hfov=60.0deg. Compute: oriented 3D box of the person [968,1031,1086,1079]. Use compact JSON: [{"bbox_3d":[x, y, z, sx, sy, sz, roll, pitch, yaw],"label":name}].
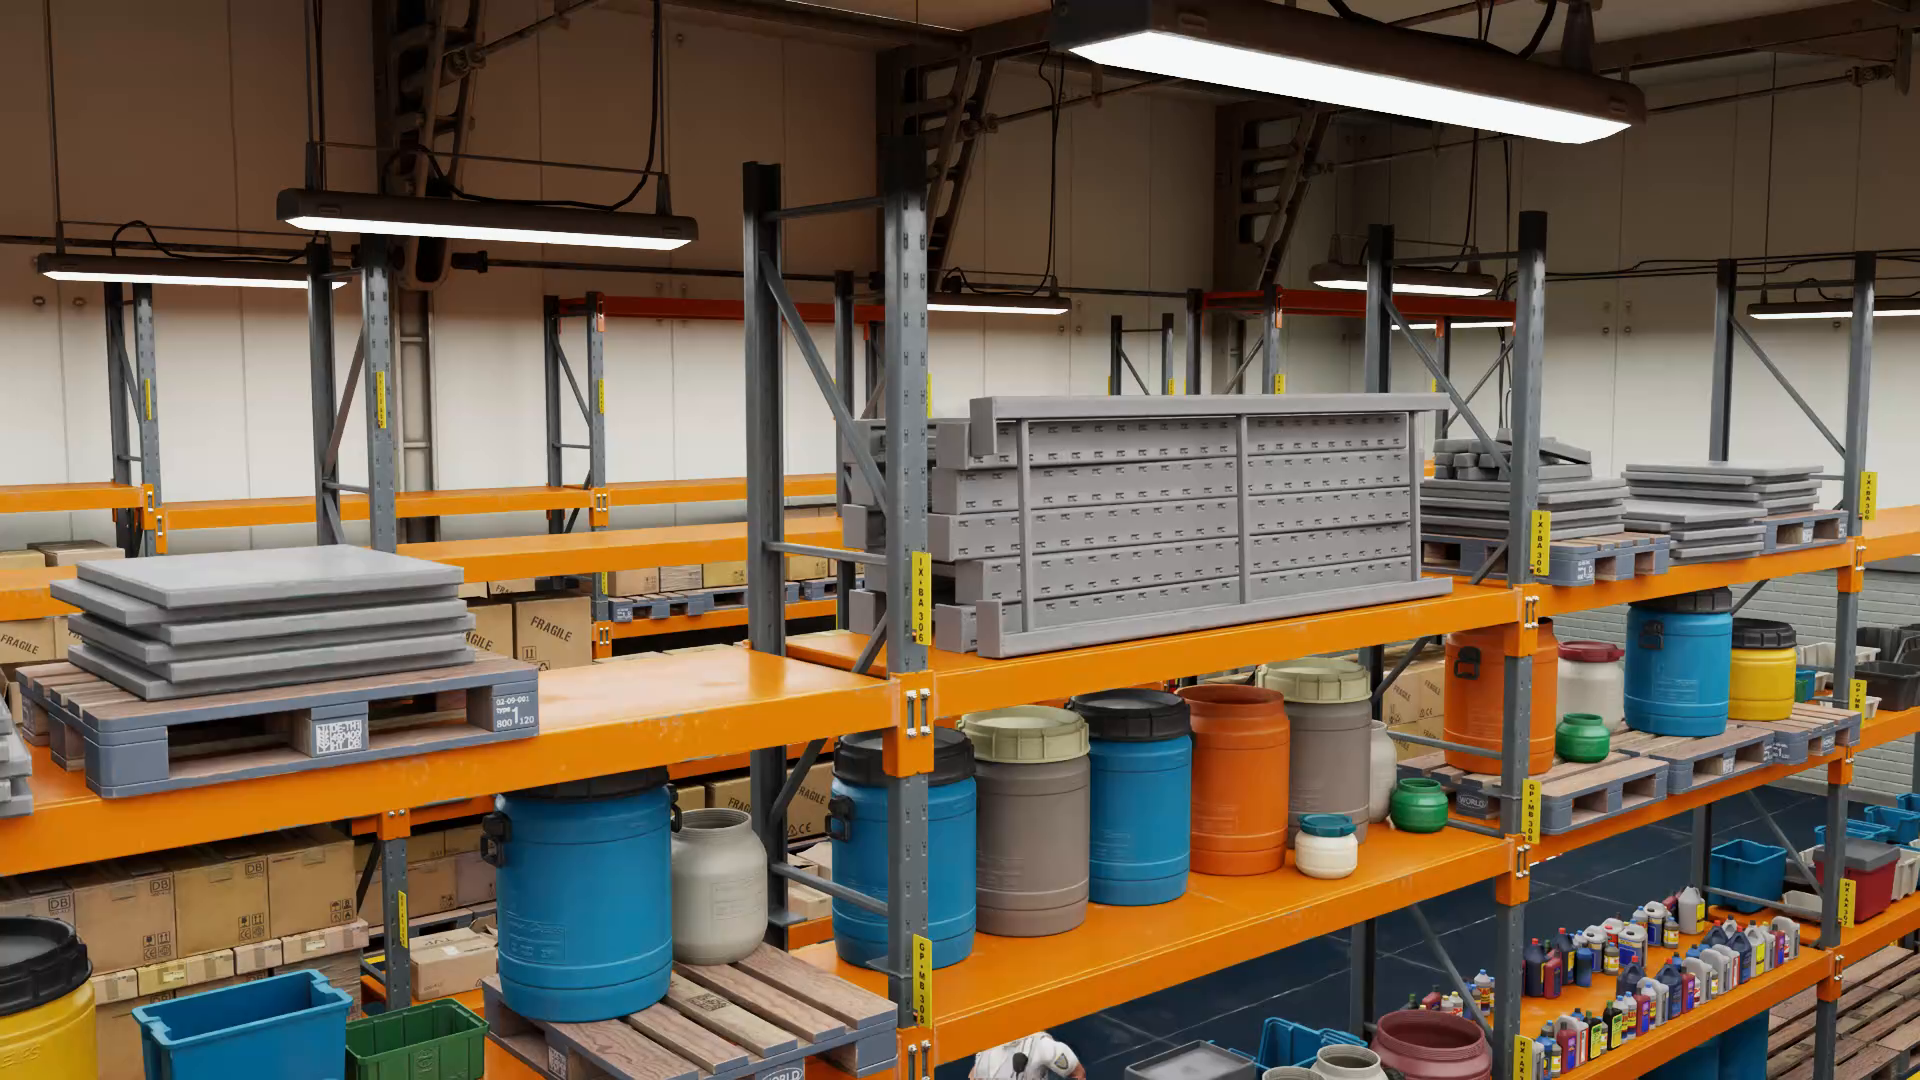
[{"bbox_3d":[0.307,3.379,9.434,0.932,1.820,0.669,-4,7,-37],"label":"person"}]
